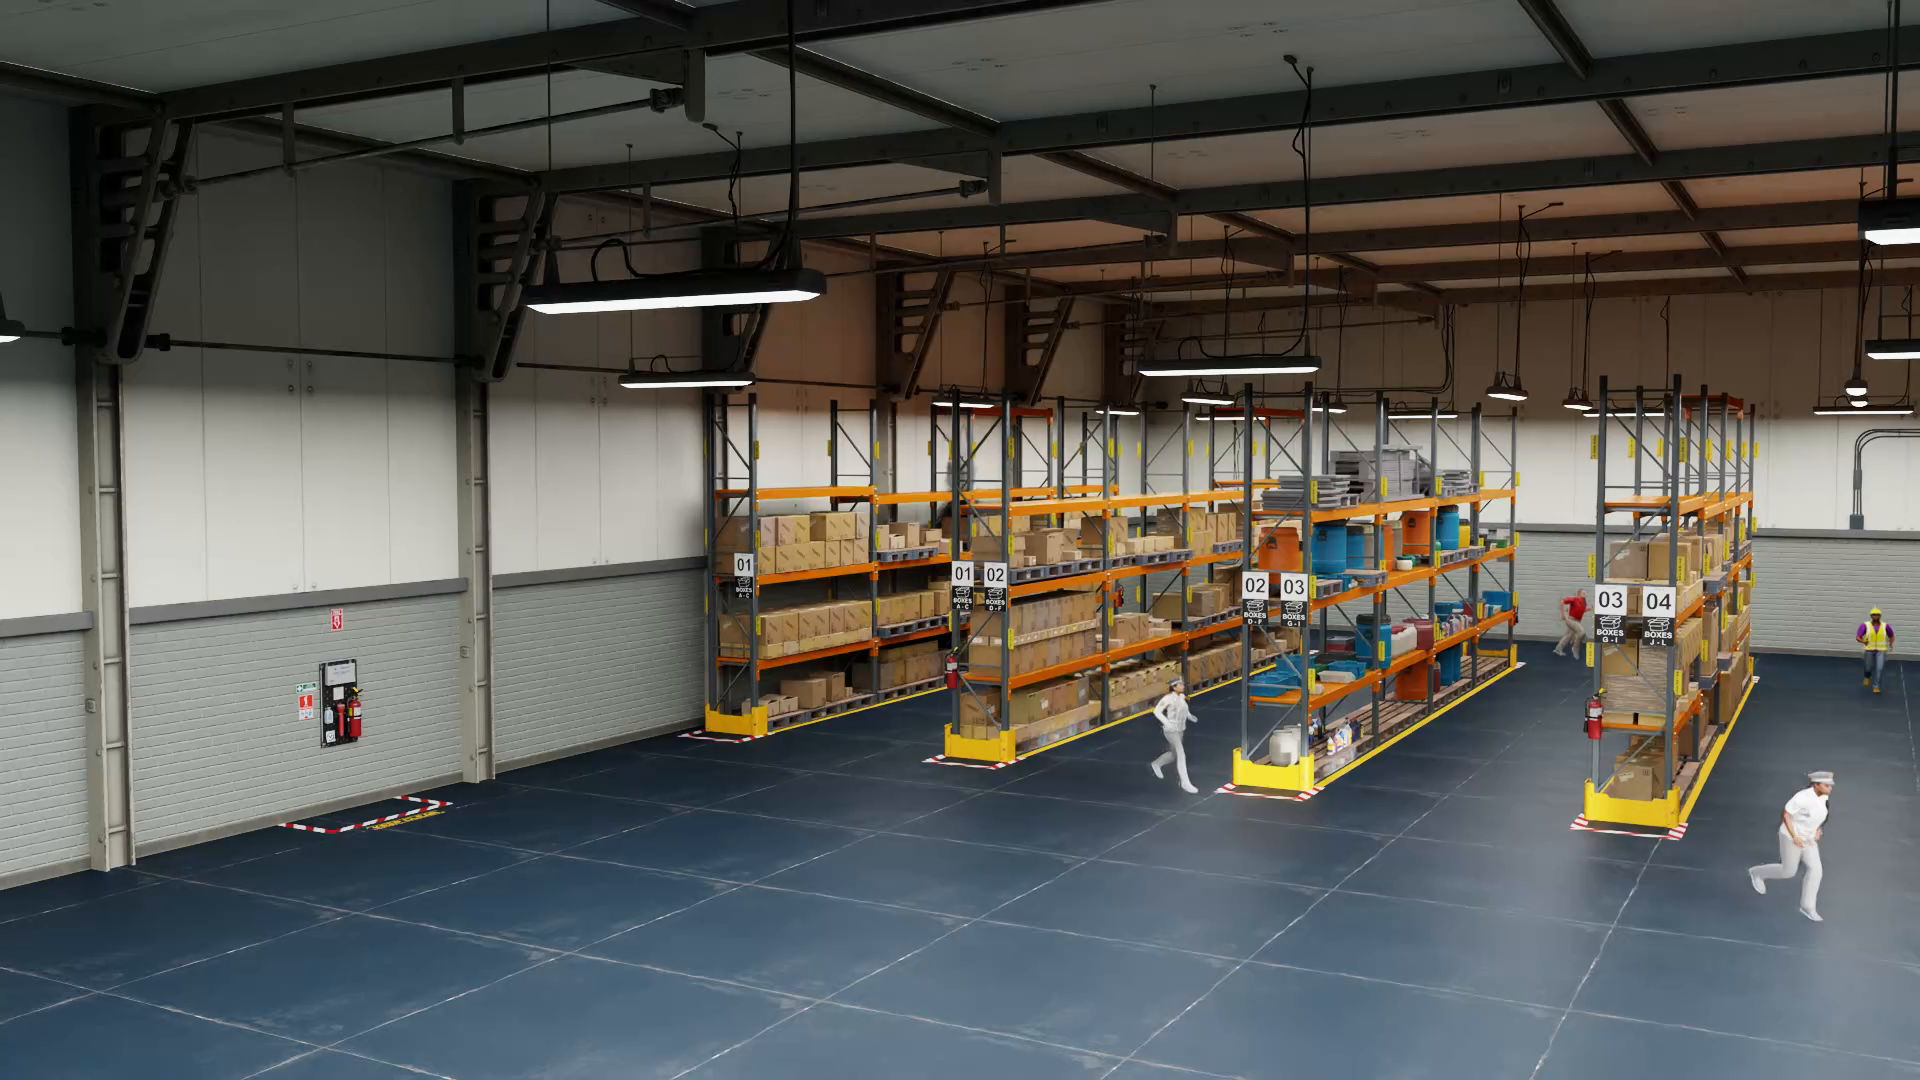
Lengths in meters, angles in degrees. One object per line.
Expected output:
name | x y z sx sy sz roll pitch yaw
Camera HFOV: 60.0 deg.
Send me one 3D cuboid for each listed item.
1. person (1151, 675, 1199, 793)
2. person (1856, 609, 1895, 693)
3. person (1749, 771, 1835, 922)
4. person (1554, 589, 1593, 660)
person | 3.134 2.834 24.566 0.914 1.707 0.626 3 4 41
person | 18.918 2.281 34.364 0.714 1.728 0.791 1 3 24
person | 9.029 3.251 18.045 0.587 1.630 0.927 -2 4 -32
person | 14.710 2.013 39.899 0.947 1.713 0.647 3 4 45
